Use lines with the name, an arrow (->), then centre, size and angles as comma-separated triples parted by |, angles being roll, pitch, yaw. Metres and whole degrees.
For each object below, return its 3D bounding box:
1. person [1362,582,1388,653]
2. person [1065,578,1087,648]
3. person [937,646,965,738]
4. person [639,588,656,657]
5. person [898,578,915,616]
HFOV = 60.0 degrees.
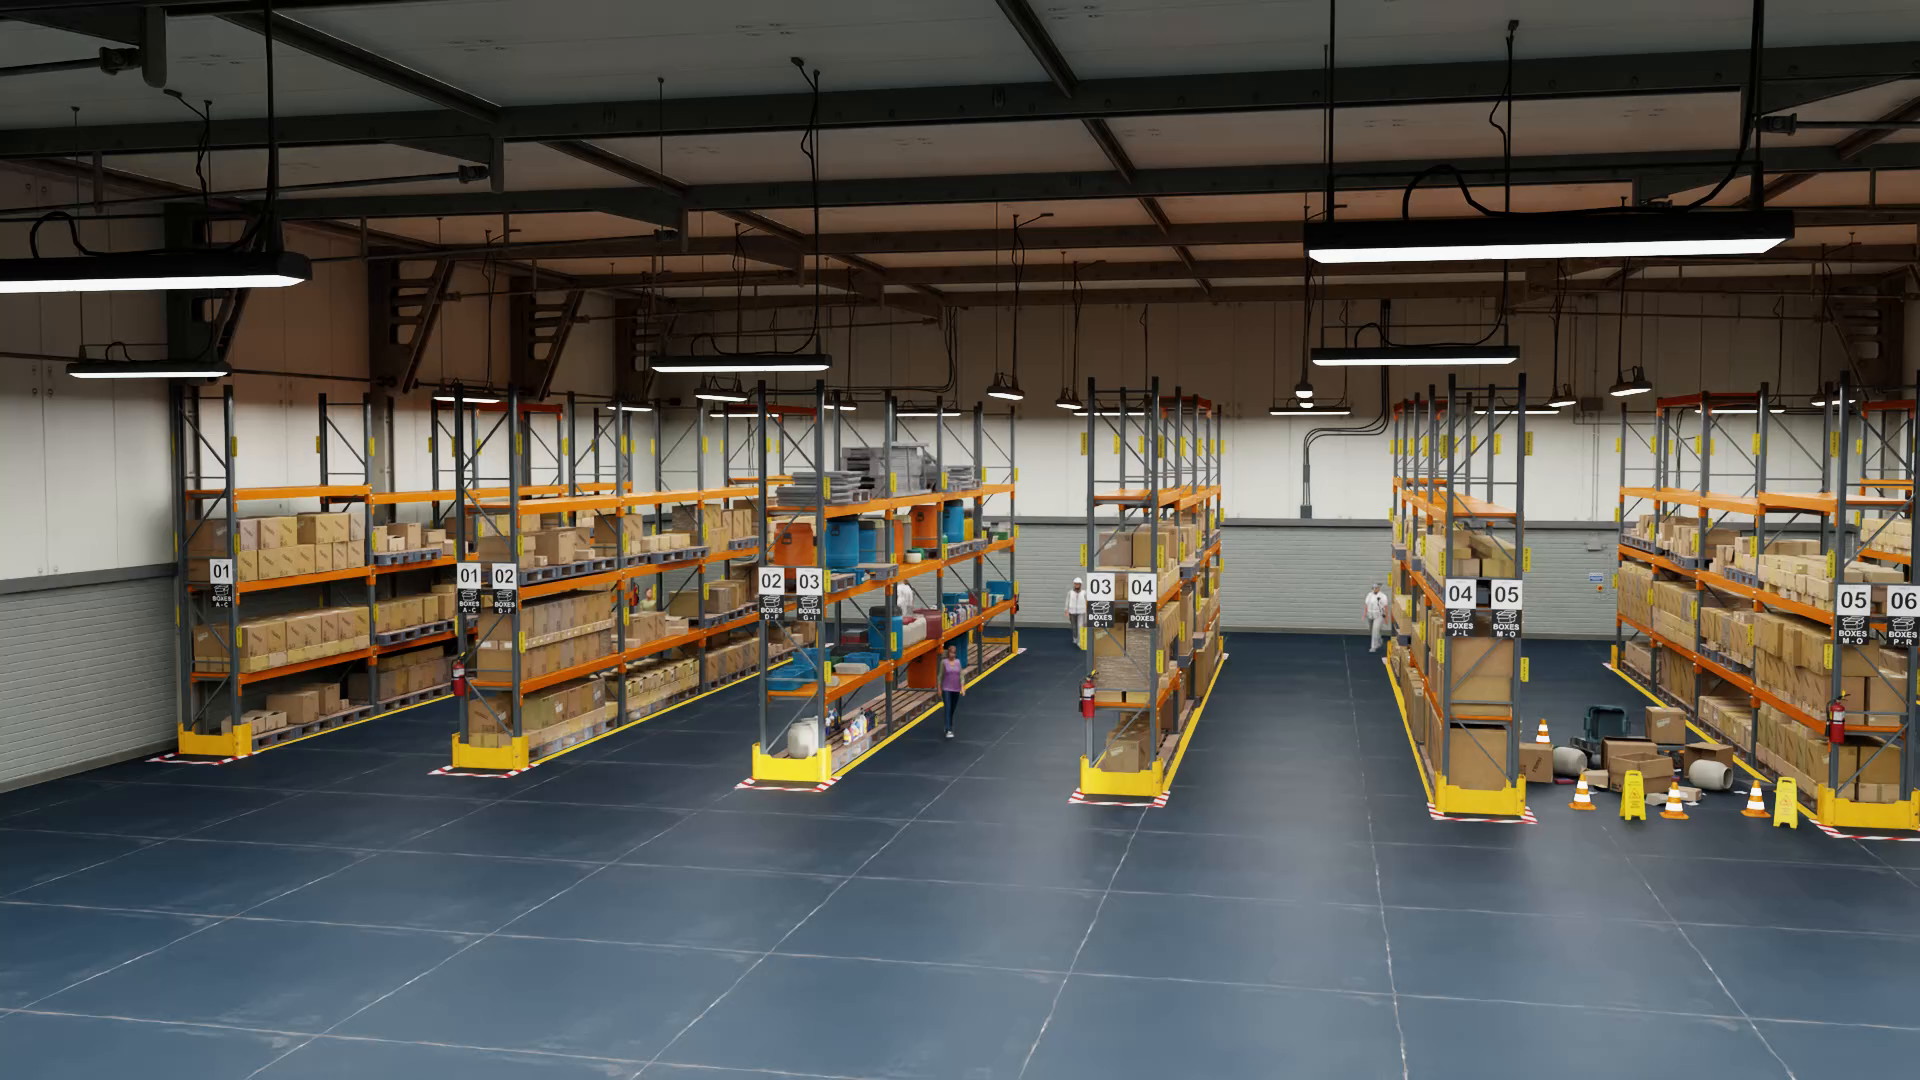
person -> 10.160, 1.861, 40.564 | 0.572, 1.705, 1.086 | 3, 4, 40
person -> 2.925, 1.809, 41.619 | 0.586, 1.720, 1.084 | 0, 3, 9
person -> -0.143, 2.604, 28.680 | 0.451, 1.561, 0.864 | -1, 4, -25
person -> -7.475, 1.949, 39.776 | 0.425, 1.602, 1.060 | 1, 3, 15
person -> -1.468, 1.717, 43.950 | 0.494, 1.627, 0.765 | -3, 4, -41
